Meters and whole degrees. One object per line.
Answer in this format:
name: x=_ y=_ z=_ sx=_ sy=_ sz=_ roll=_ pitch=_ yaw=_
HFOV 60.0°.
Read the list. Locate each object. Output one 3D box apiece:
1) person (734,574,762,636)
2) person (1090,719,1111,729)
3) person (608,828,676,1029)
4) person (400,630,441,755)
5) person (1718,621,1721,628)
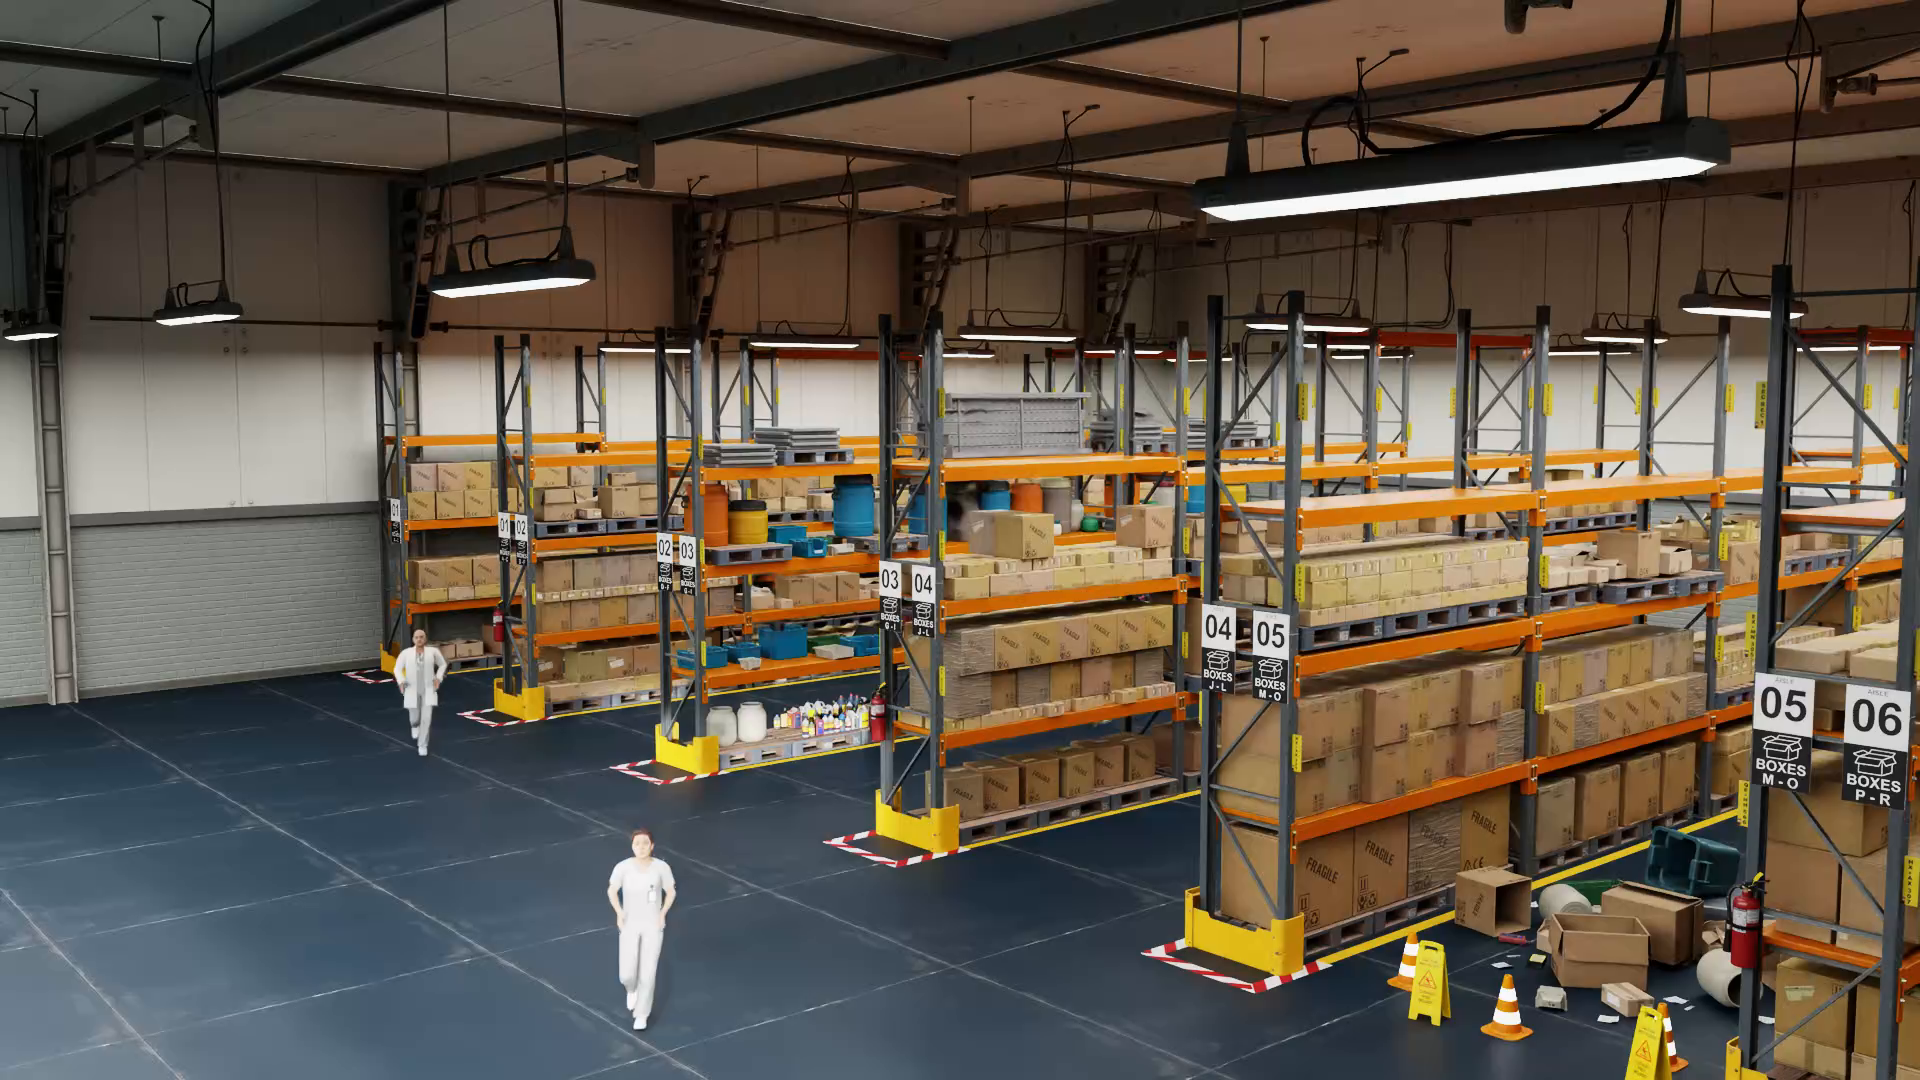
person: x=-3.946 y=1.441 z=31.391 sx=0.613 sy=1.687 sz=0.923 roll=4 pitch=7 yaw=37
person: x=1.979 y=1.908 z=23.936 sx=0.506 sy=1.631 sz=0.646 roll=3 pitch=6 yaw=31
person: x=-2.570 y=3.133 z=13.461 sx=0.546 sy=1.615 sz=0.554 roll=-1 pitch=5 yaw=-9
person: x=-7.689 y=2.150 z=23.740 sx=0.683 sy=1.753 sz=0.763 roll=-2 pitch=5 yaw=-18
person: x=11.195 y=2.051 z=24.741 sx=0.673 sy=1.748 sz=0.700 roll=-4 pitch=6 yaw=-36
